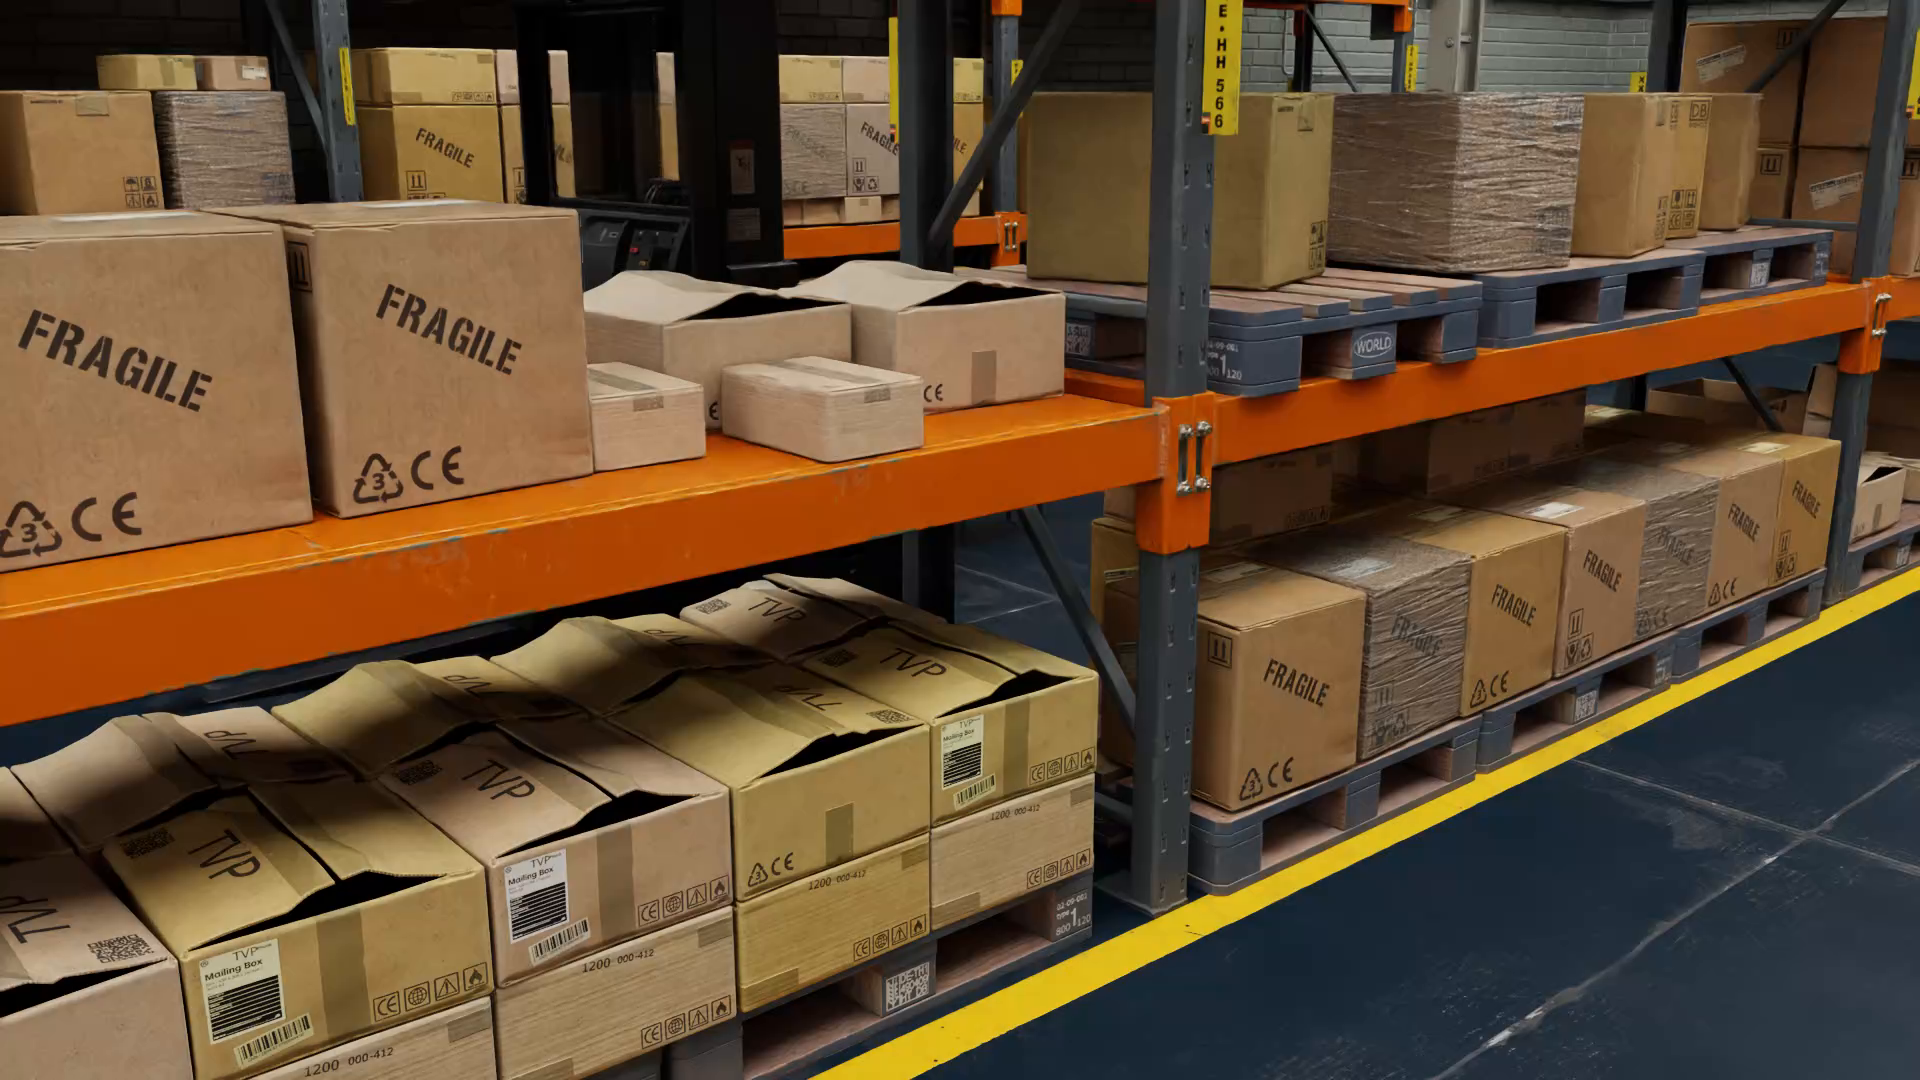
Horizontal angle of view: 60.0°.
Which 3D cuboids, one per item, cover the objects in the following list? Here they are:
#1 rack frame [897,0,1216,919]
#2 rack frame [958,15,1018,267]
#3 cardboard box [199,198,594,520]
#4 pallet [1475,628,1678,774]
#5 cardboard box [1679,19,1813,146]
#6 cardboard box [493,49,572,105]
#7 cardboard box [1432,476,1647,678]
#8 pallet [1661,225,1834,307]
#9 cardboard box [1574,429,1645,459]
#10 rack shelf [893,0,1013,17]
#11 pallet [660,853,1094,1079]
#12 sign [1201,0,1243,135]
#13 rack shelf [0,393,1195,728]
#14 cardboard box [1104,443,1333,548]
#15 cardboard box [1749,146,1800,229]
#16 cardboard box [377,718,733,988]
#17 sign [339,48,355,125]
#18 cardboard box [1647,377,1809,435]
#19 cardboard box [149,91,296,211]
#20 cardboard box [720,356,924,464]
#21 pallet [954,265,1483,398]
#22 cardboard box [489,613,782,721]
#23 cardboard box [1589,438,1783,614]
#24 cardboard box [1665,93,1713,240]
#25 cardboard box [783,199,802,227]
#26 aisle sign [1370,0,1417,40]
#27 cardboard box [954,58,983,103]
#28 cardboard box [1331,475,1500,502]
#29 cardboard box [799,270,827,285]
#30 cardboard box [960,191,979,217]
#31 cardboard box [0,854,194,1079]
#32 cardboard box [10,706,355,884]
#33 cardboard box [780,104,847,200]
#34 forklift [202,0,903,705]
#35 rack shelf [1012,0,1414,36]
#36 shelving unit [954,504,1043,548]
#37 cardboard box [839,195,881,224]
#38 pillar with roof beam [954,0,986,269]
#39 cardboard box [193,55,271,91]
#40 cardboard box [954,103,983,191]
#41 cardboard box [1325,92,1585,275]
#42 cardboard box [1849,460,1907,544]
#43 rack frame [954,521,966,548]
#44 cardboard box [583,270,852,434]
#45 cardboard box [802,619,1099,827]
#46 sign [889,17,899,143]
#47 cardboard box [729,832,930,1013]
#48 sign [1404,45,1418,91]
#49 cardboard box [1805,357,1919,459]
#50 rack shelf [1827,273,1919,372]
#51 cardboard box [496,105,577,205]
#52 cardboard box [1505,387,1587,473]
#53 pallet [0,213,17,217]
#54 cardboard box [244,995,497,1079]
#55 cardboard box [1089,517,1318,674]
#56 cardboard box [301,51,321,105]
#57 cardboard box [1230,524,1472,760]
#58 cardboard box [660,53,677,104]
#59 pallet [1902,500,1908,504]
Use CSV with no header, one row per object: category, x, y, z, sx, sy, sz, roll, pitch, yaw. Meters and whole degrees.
rack frame,0.208,-0.604,4.197,0.127,3.000,1.000,-13,19,-39
rack frame,-0.029,-2.245,10.342,0.127,3.000,1.000,-13,19,-39
cardboard box,-1.047,-0.364,3.108,0.500,0.500,0.500,-14,20,-42
pallet,1.716,0.419,5.773,1.213,0.211,1.003,-13,19,-39
cardboard box,3.437,-1.949,7.101,0.500,0.500,0.500,-13,19,-39
cardboard box,-2.130,-2.249,8.096,0.500,0.250,0.500,-13,20,-40
cardboard box,1.902,0.107,5.529,0.500,0.500,0.500,-14,20,-41
pallet,2.551,-1.074,6.331,1.213,0.211,1.003,-13,19,-39
cardboard box,2.305,-0.159,6.524,0.500,0.500,0.500,-12,19,-39
rack shelf,-1.538,-3.008,8.779,4.000,0.370,1.077,-13,19,-39
pallet,-0.439,0.876,4.063,1.213,0.211,1.003,-13,19,-39
sign,0.575,-1.055,3.645,0.005,0.325,0.100,-13,19,-39
rack shelf,-1.301,0.083,3.021,4.000,0.370,1.077,-13,19,-39
cardboard box,0.799,-0.185,5.169,0.500,0.250,0.500,-12,19,-37
cardboard box,3.434,-1.464,7.225,0.500,0.500,0.500,-12,19,-38
cardboard box,-0.796,0.562,3.261,0.500,0.311,0.500,-13,20,-40
sign,-2.683,-1.984,7.276,0.005,0.325,0.100,-13,19,-39
cardboard box,3.469,-0.438,7.568,0.500,0.500,0.500,-13,19,-39
cardboard box,-3.395,-1.747,7.430,0.700,0.500,0.500,13,20,40
cardboard box,-0.289,-0.276,3.458,0.250,0.149,0.380,-13,19,-39
pallet,0.673,-0.639,4.703,1.003,0.211,1.213,-13,19,-39
cardboard box,-0.771,0.373,3.968,0.500,0.311,0.500,-13,20,-41
cardboard box,2.663,-0.065,6.170,0.500,0.500,0.500,-13,19,-39
cardboard box,2.244,-1.367,6.047,0.500,0.500,0.700,-9,17,-31
cardboard box,-1.086,-1.814,9.177,0.250,0.149,0.380,-13,20,-41
aisle sign,3.239,-4.132,12.370,0.004,0.787,0.394,-13,19,-39
cardboard box,-0.214,-2.680,9.709,0.500,0.250,0.500,-12,19,-38
cardboard box,1.542,0.010,5.892,0.500,0.500,0.500,-14,20,-41
cardboard box,-1.103,-1.123,9.492,0.750,0.750,0.750,-12,19,-38
cardboard box,-0.098,-2.021,9.951,0.250,0.149,0.380,-12,19,-39
cardboard box,-1.564,0.735,2.612,0.500,0.311,0.500,-14,20,-41
cardboard box,-1.544,0.546,3.320,0.500,0.311,0.500,-13,20,-40
cardboard box,-0.975,-2.148,9.168,0.500,0.500,0.500,-13,19,-39
forklift,-1.441,-1.043,5.975,1.130,2.935,3.031,14,21,43
rack shelf,1.479,-3.685,11.316,4.000,0.370,1.077,-13,19,-39
shelving unit,0.125,-0.608,7.700,0.503,1.200,0.258,-13,19,-39
cardboard box,-0.659,-1.882,9.432,0.250,0.149,0.380,-13,19,-39
pillar with roof beam,2.757,-4.592,7.504,0.400,9.000,9.100,-13,19,-39
cardboard box,-3.287,-2.077,7.411,0.380,0.149,0.250,13,20,40
cardboard box,-0.212,-2.319,9.812,0.500,0.500,0.500,-13,20,-40
cardboard box,1.424,-1.101,5.052,0.500,0.500,0.700,-9,17,-29
cardboard box,3.684,-0.224,7.133,0.500,0.311,0.500,-13,19,-39
rack frame,-0.059,-0.566,7.545,0.015,1.200,0.240,-13,19,-39
cardboard box,-0.594,-0.447,3.782,0.500,0.311,0.500,-13,20,-40
cardboard box,-0.026,0.388,3.914,0.500,0.311,0.500,-12,19,-38
sign,-0.156,-1.229,4.447,0.005,0.325,0.100,-13,19,-39
cardboard box,-0.415,0.747,3.657,0.500,0.250,0.500,-13,20,-40
sign,3.334,-3.488,12.294,0.005,0.325,0.100,-13,19,-39
cardboard box,4.639,-0.607,8.195,0.637,0.503,0.797,-13,19,-39
rack shelf,4.734,-1.272,8.095,4.000,0.370,1.077,-13,19,-39
cardboard box,-2.111,-1.888,8.198,0.500,0.500,0.500,-12,19,-38
cardboard box,1.946,-0.444,6.140,0.500,0.250,0.500,-13,19,-39
pallet,-3.514,-1.333,7.300,1.003,0.211,1.213,-13,19,-39
cardboard box,-1.183,0.919,3.012,0.500,0.250,0.500,-12,19,-38
cardboard box,0.759,0.187,5.227,0.500,0.500,0.500,-12,19,-37
cardboard box,-2.875,-2.259,8.131,0.500,0.250,0.500,-12,19,-38
cardboard box,1.130,0.280,4.879,0.500,0.500,0.500,-14,20,-41
cardboard box,-1.756,-2.335,8.416,0.500,0.250,0.500,-12,19,-39
pallet,4.665,-0.258,8.306,1.213,0.211,1.003,-13,19,-39
